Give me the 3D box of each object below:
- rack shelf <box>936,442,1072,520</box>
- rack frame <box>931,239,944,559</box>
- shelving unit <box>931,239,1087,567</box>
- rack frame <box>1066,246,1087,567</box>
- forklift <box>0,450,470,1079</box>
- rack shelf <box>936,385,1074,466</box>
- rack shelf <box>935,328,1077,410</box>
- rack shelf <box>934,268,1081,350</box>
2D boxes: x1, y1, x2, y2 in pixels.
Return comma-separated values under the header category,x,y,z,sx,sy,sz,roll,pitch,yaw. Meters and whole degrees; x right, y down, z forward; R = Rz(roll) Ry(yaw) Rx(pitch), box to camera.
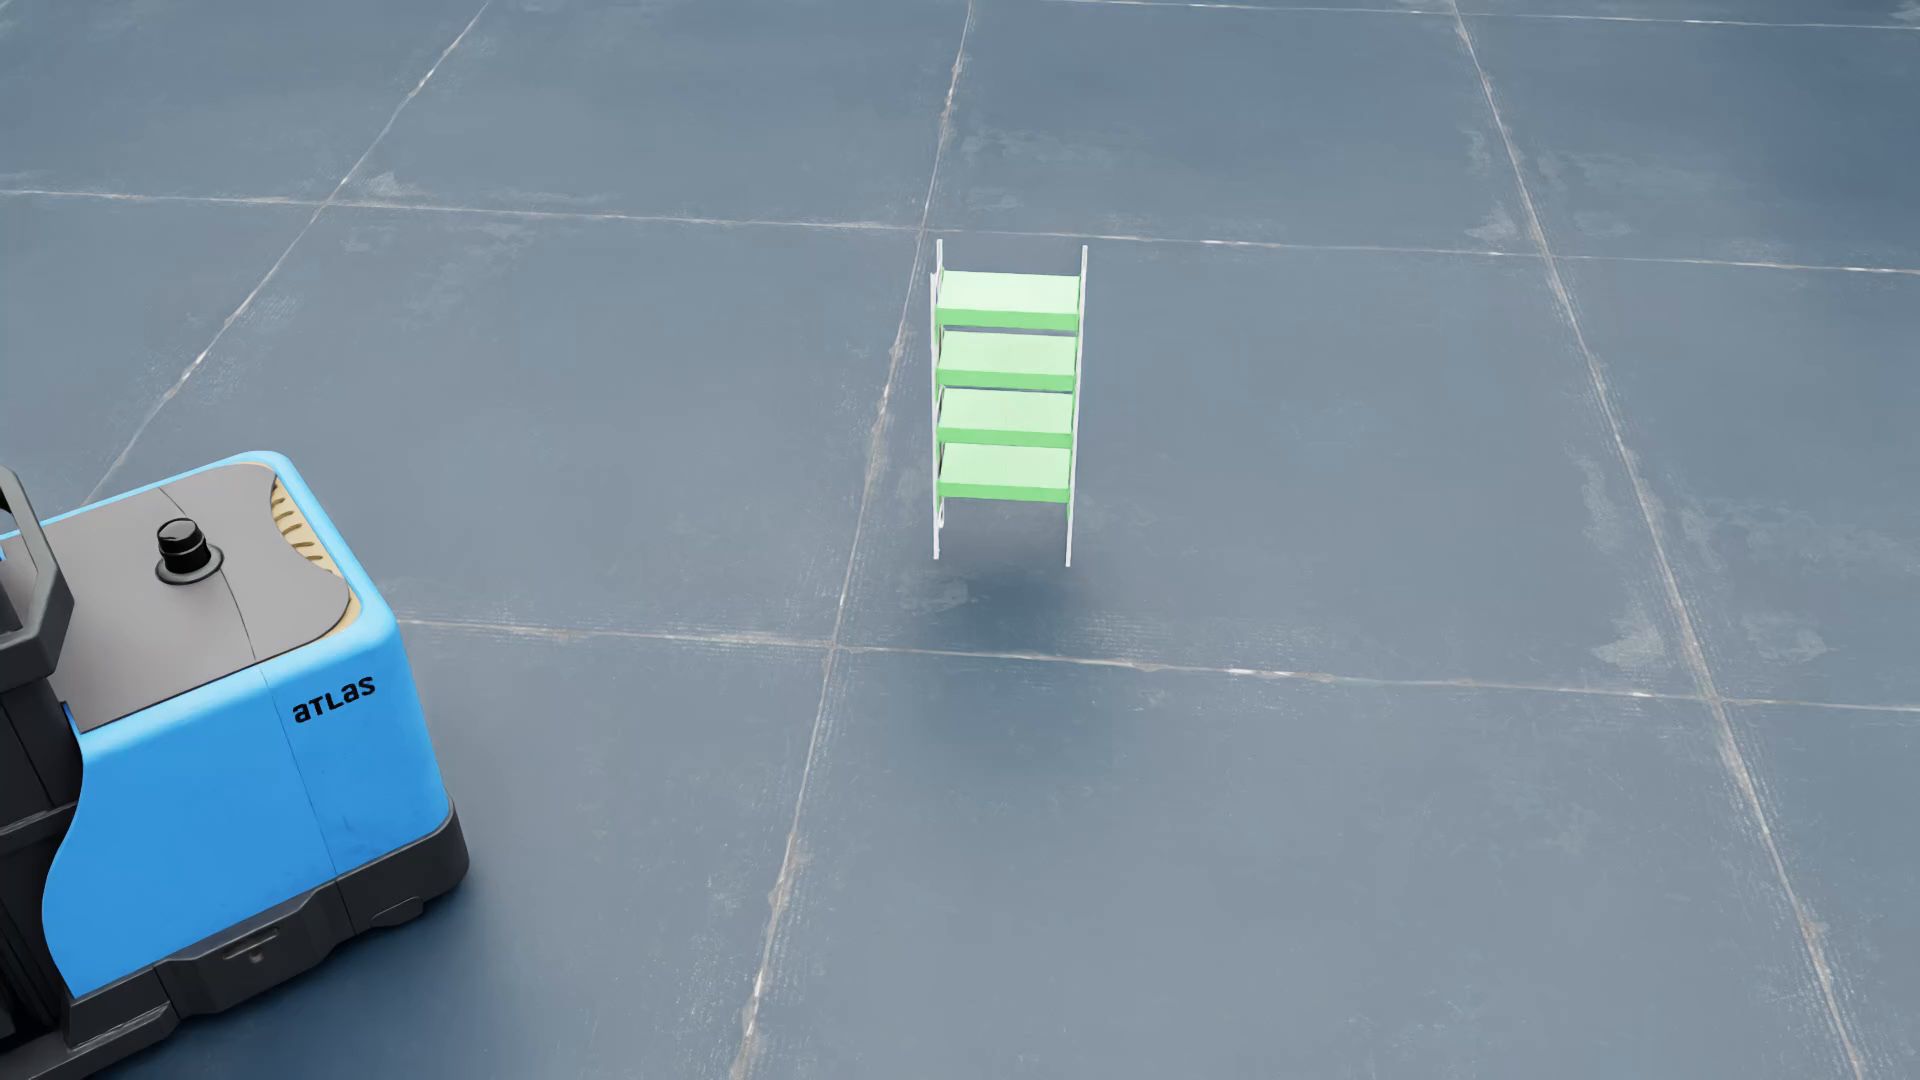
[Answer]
category,x,y,z,sx,sy,sz,roll,pitch,yaw
rack shelf,0.165,-0.221,6.052,0.480,0.148,0.258,3,39,4
rack frame,-0.078,-0.470,5.876,0.015,1.200,0.240,3,39,4
shelving unit,0.165,-0.456,5.860,0.503,1.200,0.258,3,39,4
rack frame,0.408,-0.443,5.844,0.015,1.200,0.240,3,39,4
forklift,-2.955,0.195,3.688,3.031,2.935,1.130,-24,45,-27
rack shelf,0.165,-0.407,5.900,0.480,0.148,0.258,3,39,4
rack shelf,0.165,-0.593,5.749,0.480,0.148,0.258,3,39,4
rack shelf,0.165,-0.779,5.597,0.480,0.148,0.258,3,39,4
